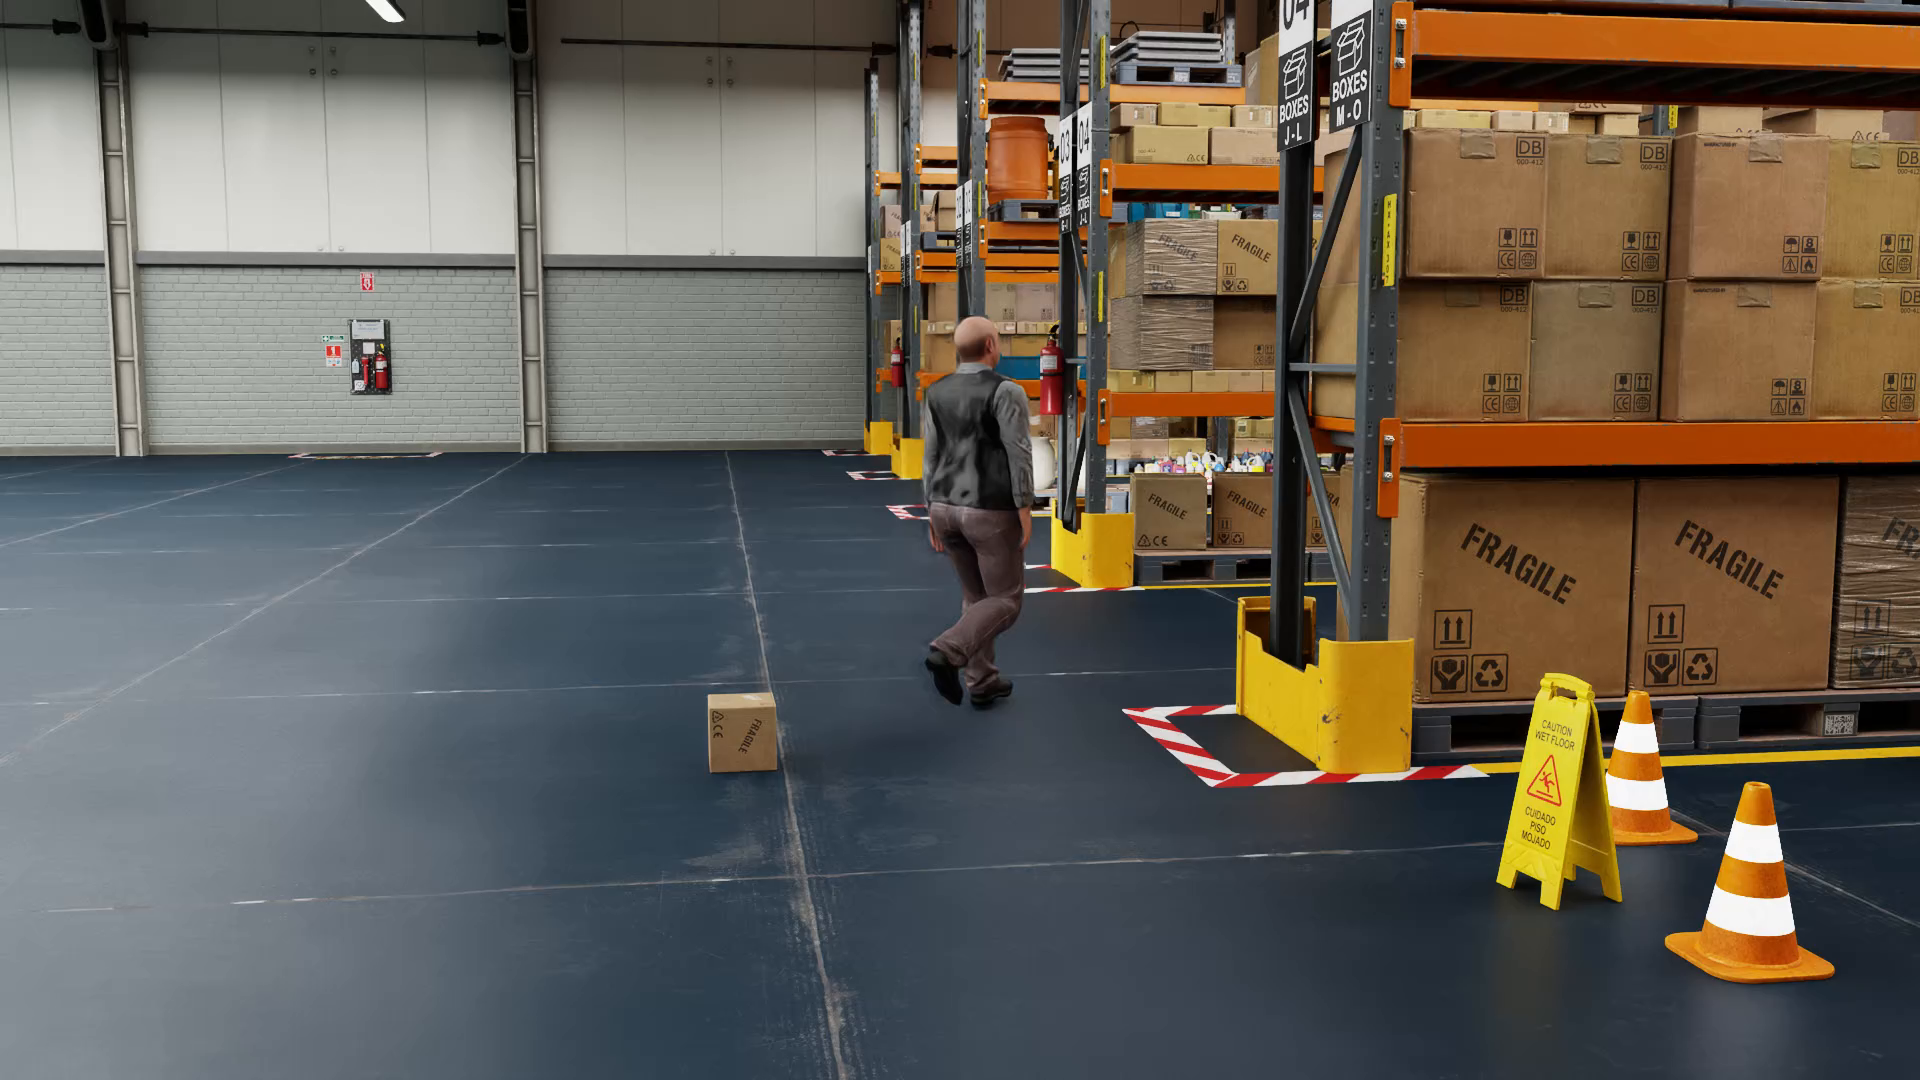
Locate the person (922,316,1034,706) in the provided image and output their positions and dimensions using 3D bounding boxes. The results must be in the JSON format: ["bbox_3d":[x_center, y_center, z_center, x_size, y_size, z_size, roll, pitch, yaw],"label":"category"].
[{"bbox_3d":[0.052,-0.104,7.143,0.549,1.702,0.768,5,8,37],"label":"person"}]
